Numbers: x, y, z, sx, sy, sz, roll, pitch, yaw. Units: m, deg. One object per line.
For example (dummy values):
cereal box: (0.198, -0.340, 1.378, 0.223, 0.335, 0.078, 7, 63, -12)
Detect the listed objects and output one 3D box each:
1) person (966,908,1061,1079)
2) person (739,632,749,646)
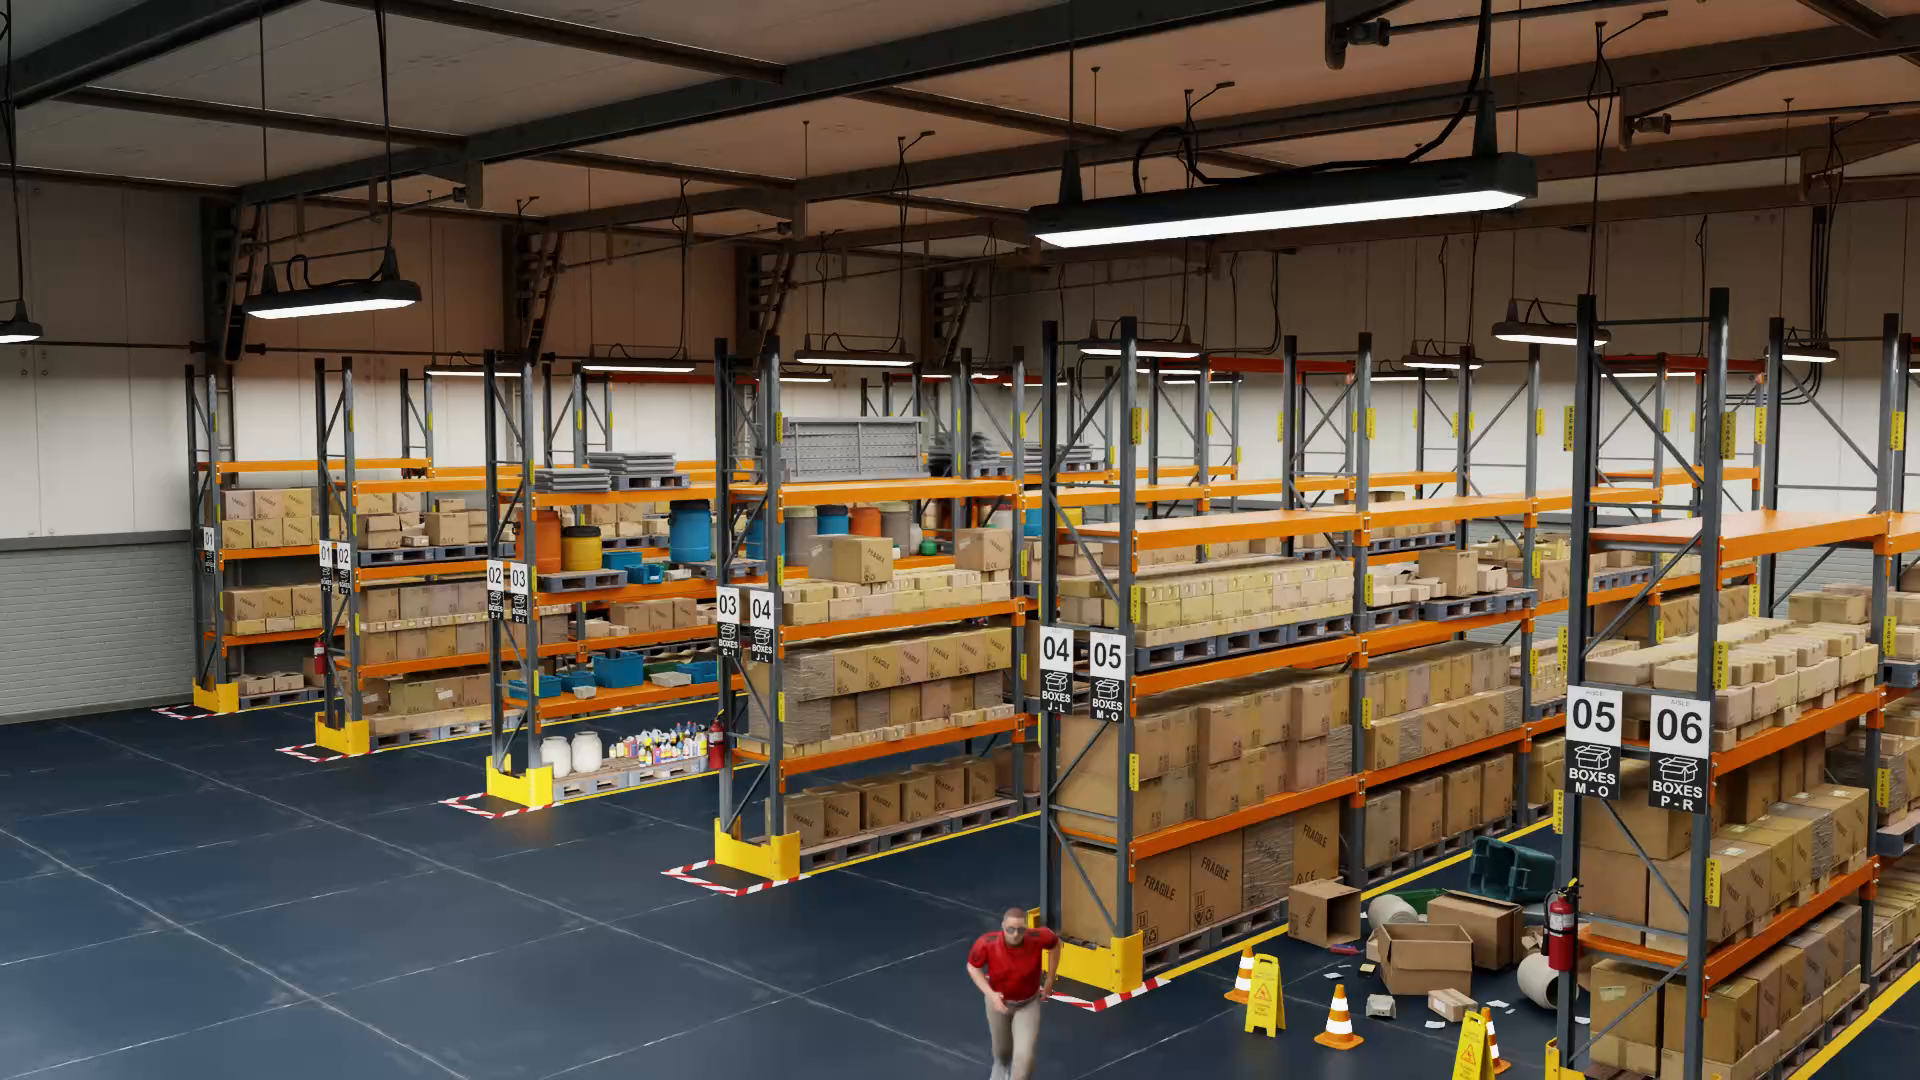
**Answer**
person: (0.385, 3.433, 12.245, 0.703, 1.694, 1.019, 0, 4, -5)
person: (-4.450, 1.776, 34.024, 0.519, 1.565, 0.551, 3, 5, 34)
